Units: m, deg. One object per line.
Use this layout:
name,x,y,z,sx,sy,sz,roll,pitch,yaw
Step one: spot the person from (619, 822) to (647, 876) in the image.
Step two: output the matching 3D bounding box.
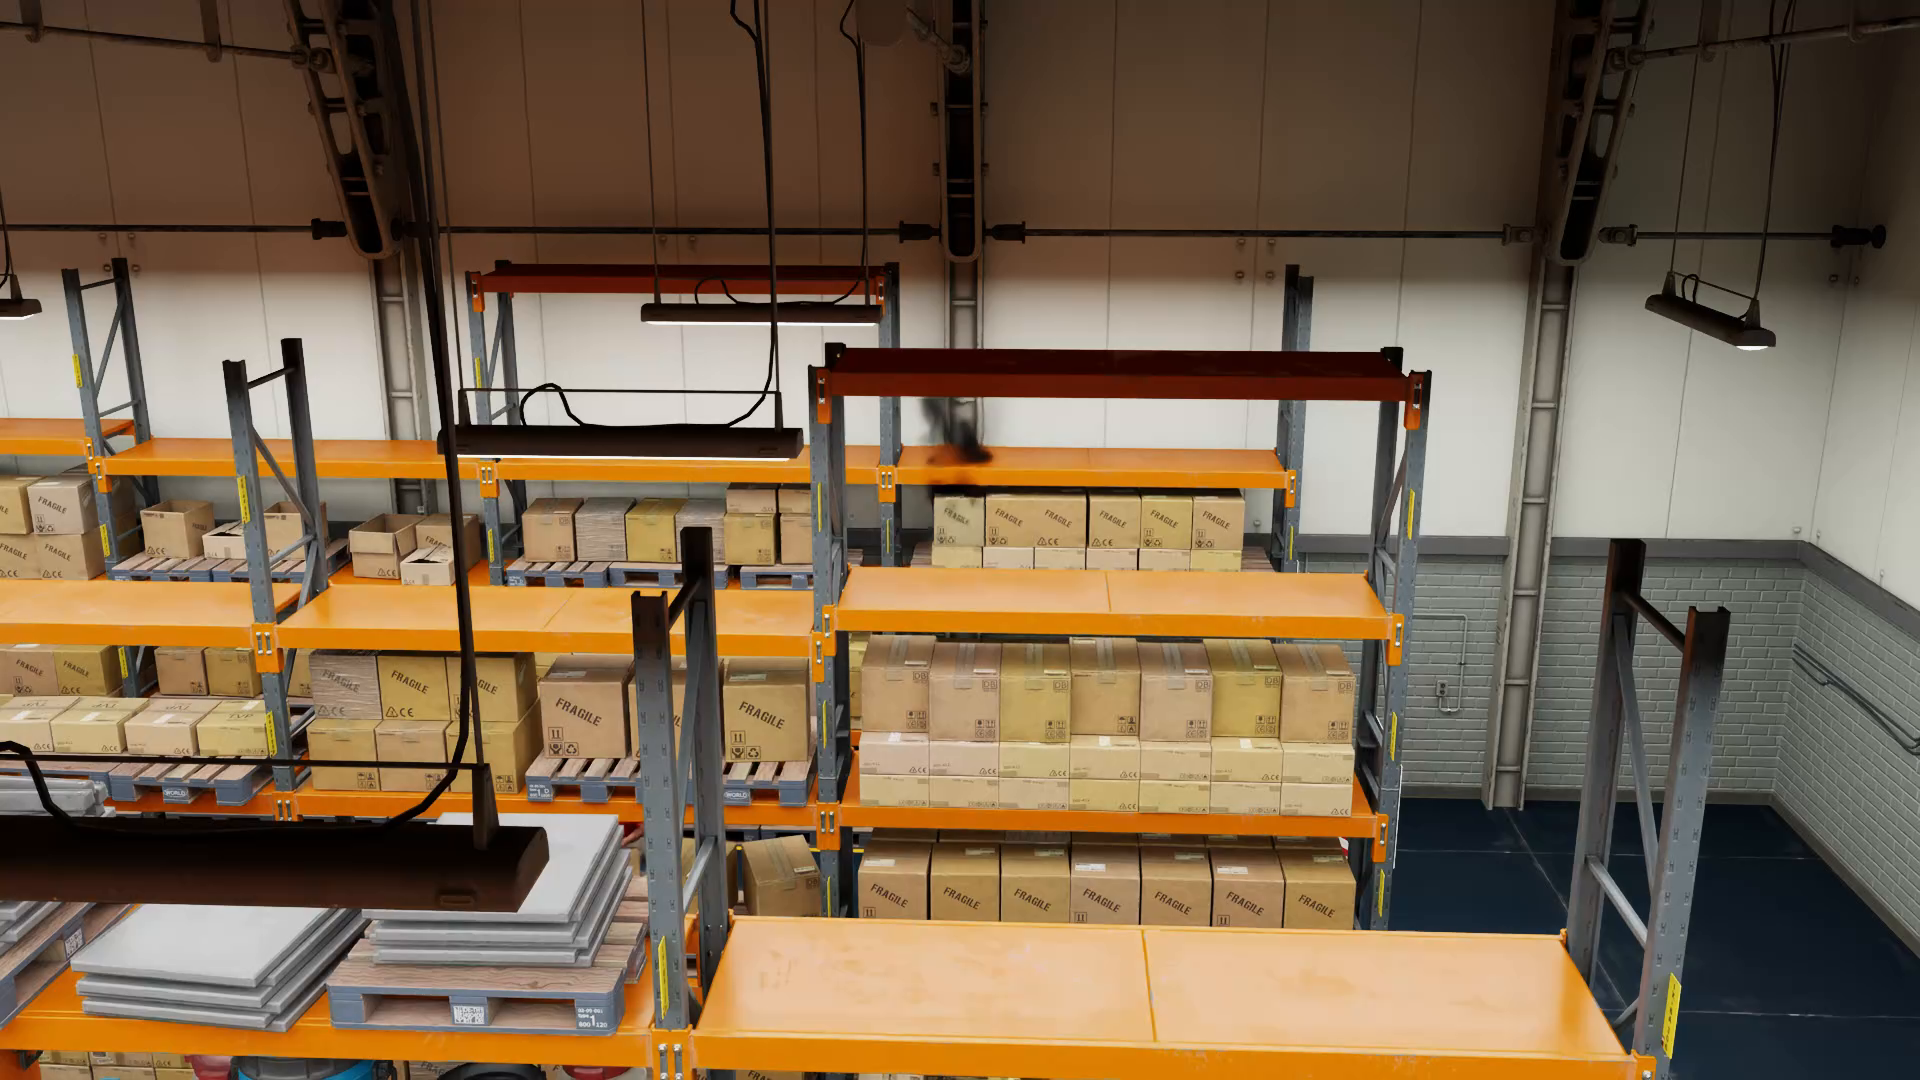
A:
person,-3.066,2.886,15.676,0.752,1.701,0.663,-3,16,-9
